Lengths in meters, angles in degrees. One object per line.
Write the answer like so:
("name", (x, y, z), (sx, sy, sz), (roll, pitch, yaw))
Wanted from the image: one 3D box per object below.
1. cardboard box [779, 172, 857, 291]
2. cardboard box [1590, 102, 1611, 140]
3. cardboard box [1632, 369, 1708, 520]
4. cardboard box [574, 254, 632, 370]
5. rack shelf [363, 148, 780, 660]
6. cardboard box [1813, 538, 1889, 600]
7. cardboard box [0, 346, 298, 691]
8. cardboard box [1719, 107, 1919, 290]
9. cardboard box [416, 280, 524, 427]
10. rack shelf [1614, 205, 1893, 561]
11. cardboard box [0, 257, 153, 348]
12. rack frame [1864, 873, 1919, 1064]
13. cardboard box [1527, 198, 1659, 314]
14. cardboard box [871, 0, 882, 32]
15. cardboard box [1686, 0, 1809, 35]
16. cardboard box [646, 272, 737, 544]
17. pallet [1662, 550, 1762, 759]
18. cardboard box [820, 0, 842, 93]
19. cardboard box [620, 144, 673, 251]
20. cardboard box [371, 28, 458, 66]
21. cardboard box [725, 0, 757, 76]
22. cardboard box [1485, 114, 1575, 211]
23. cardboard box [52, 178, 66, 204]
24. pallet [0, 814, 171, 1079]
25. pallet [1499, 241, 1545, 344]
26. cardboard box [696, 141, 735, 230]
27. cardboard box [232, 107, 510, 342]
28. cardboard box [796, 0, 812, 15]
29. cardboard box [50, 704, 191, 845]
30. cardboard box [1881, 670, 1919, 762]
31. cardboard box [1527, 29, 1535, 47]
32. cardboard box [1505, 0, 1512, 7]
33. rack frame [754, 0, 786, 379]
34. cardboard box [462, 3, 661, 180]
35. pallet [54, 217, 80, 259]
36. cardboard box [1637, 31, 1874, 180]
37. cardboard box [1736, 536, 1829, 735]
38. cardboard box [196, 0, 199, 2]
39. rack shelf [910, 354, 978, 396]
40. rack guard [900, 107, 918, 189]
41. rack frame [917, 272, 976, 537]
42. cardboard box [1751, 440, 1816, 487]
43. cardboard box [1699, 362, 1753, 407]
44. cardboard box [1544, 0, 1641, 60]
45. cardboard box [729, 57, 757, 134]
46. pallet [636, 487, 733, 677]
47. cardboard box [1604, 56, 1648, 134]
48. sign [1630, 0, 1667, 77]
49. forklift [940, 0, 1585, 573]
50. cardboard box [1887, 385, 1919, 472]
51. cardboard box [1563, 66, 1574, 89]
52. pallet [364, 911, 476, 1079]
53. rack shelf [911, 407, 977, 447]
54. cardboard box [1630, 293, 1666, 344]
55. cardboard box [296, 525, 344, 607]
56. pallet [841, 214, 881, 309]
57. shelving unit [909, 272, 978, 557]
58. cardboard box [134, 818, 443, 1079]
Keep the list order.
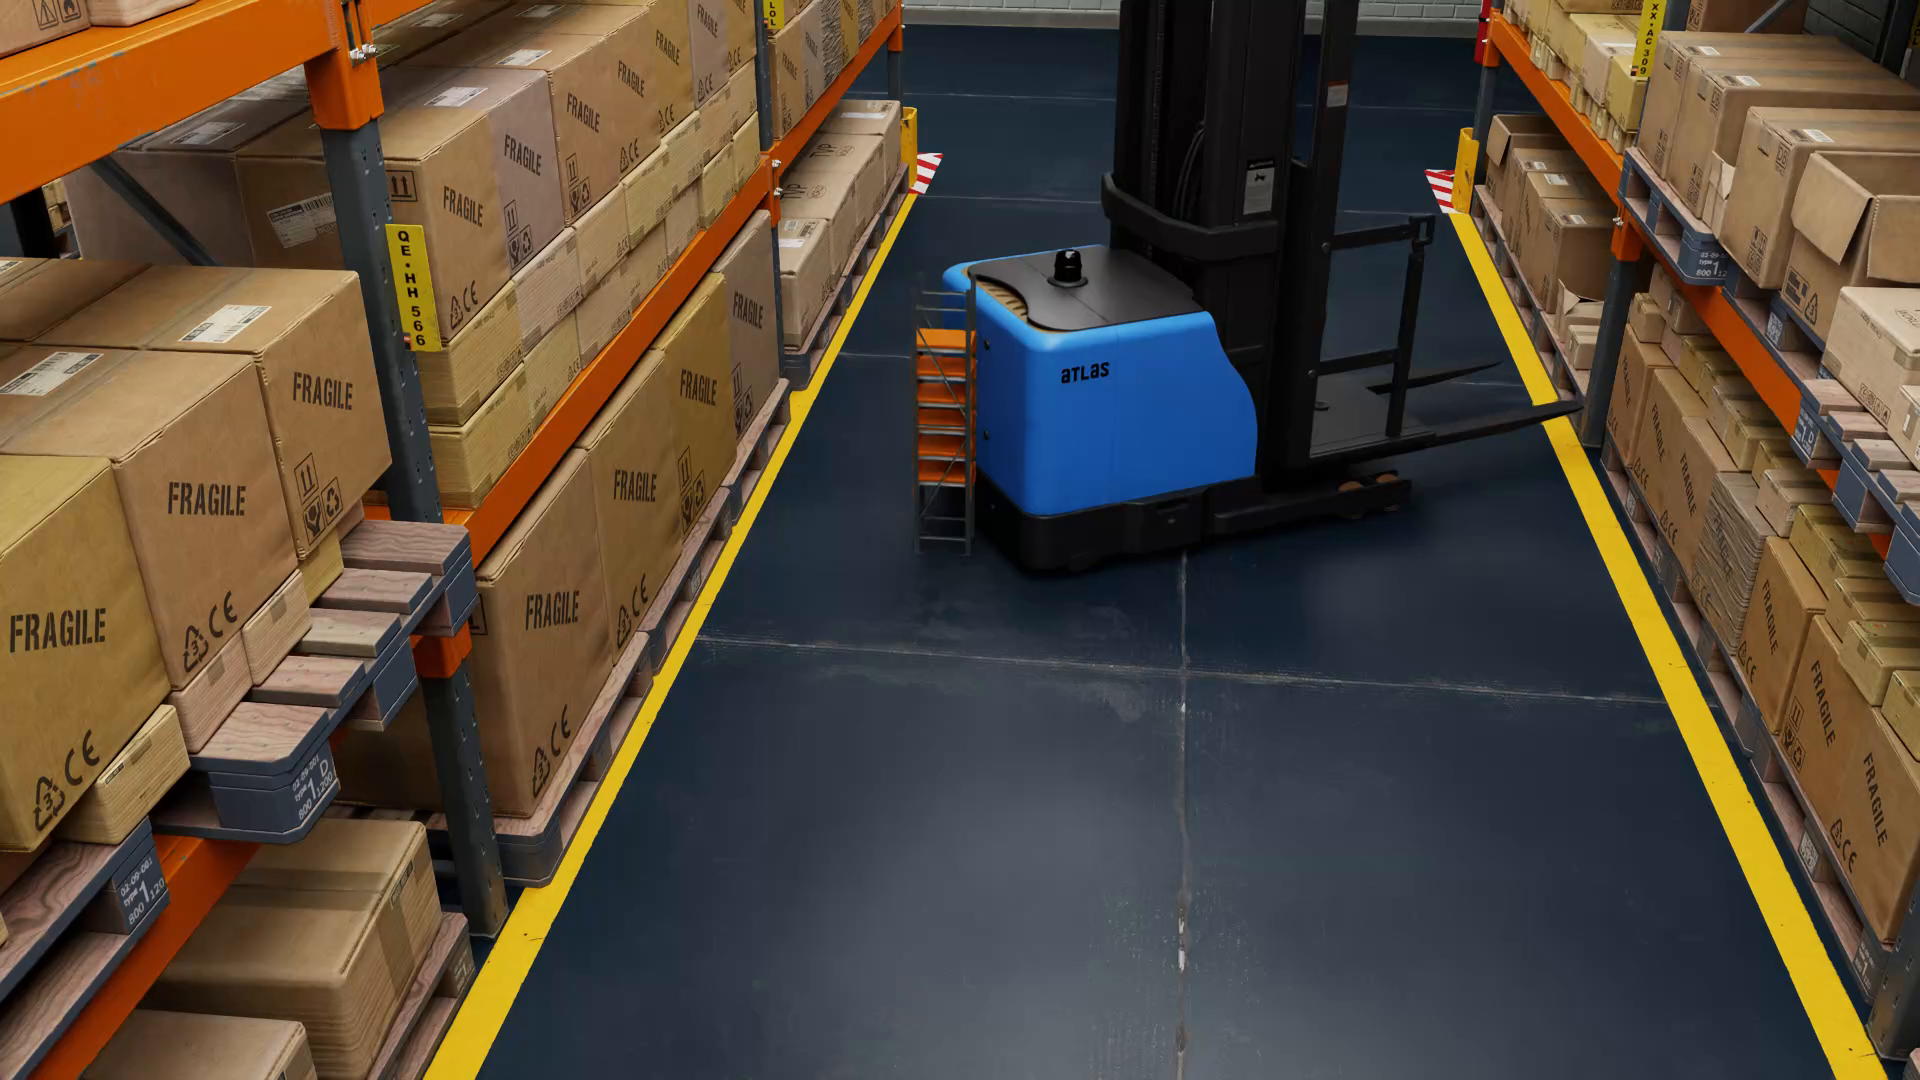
("cardboard box", (-1.105, -1.821, 9.726), (0.875, 0.438, 0.875), (3, 28, 5))
("cardboard box", (3.335, -2.068, 8.191), (0.380, 0.149, 0.250), (4, 29, 8))
("cardboard box", (3.191, -0.385, 6.995), (0.500, 0.500, 0.500), (3, 28, 6))
("cardboard box", (-1.463, -0.809, 5.748), (0.500, 0.250, 0.500), (4, 29, 8))
("rack shelf", (-1.643, -0.795, 6.321), (1.077, 0.370, 4.000), (3, 28, 6))
("cardboard box", (3.004, 0.126, 5.362), (0.380, 0.149, 0.250), (4, 29, 8))
("cardboard box", (-1.720, -0.056, 3.329), (0.500, 0.500, 0.500), (3, 28, 5))
("cardboard box", (3.088, -1.167, 5.706), (0.700, 0.500, 0.500), (3, 28, 6))
("cardboard box", (-1.581, -0.548, 4.736), (0.500, 0.250, 0.500), (3, 28, 6))
("rack shelf", (3.284, -0.508, 5.789), (1.077, 0.370, 4.000), (3, 28, 6))
("cardboard box", (-2.173, -0.332, 3.841), (0.500, 0.500, 0.500), (3, 28, 5))
("rack frame", (3.039, 0.117, 3.871), (1.000, 3.000, 0.127), (3, 28, 6))
("cardboard box", (3.579, -1.562, 9.180), (0.700, 0.500, 0.500), (2, 28, 4))
("cardboard box", (-0.781, -3.502, 10.483), (0.500, 0.500, 0.500), (3, 28, 5))
("cardboard box", (3.975, -2.847, 8.426), (0.500, 0.500, 0.500), (3, 28, 5))
("cardboard box", (-1.498, -0.580, 6.962), (0.875, 0.875, 0.875), (4, 29, 8))
("pallet", (3.320, 0.422, 6.244), (1.003, 0.211, 1.213), (3, 28, 6))
("cardboard box", (-0.948, -2.773, 9.129), (0.500, 0.500, 0.500), (4, 29, 7))
("cardboard box", (-1.368, -1.264, 6.064), (0.500, 0.250, 0.500), (4, 29, 7))
("cardboard box", (-1.962, -1.388, 5.505), (0.500, 0.500, 0.500), (3, 28, 6))
("cardboard box", (-1.204, -2.312, 7.220), (0.500, 0.500, 0.500), (4, 29, 8))
("cardboard box", (3.850, -2.453, 10.829), (0.797, 0.503, 0.637), (2, 28, 4))
("cardboard box", (-5.783, -2.232, 10.479), (0.380, 0.149, 0.250), (4, 29, 7))
("pallet", (-2.090, 0.848, 2.715), (1.003, 0.211, 1.213), (3, 28, 6))
("pallet", (3.761, -1.438, 9.696), (1.003, 0.211, 1.213), (3, 28, 6))
("cardboard box", (-1.266, -1.522, 7.070), (0.500, 0.250, 0.500), (3, 28, 5))
("cardboard box", (-1.585, -0.872, 4.547), (0.500, 0.500, 0.500), (2, 28, 5))
("cardboard box", (-1.031, -2.985, 8.468), (0.500, 0.500, 0.500), (3, 28, 6))
("cardboard box", (-1.701, 0.424, 3.123), (0.380, 0.149, 0.250), (4, 29, 7))
("cardboard box", (2.848, 0.499, 4.669), (0.380, 0.149, 0.250), (2, 28, 4))
("cardboard box", (3.632, -3.036, 9.988), (0.380, 0.149, 0.250), (4, 29, 8))
("cardboard box", (3.696, -3.516, 10.459), (0.500, 0.250, 0.500), (4, 29, 6))
("rack frame", (-1.398, -2.053, 7.898), (1.000, 3.000, 0.127), (3, 28, 6))
("cardboard box", (-1.390, -1.586, 5.872), (0.500, 0.500, 0.500), (4, 29, 7))
("pallet", (-6.129, -1.960, 10.665), (1.003, 0.211, 1.213), (3, 28, 6))
("cardboard box", (3.247, -1.781, 6.844), (0.700, 0.500, 0.500), (4, 29, 7))
("cardboard box", (3.010, 0.339, 5.651), (0.500, 0.500, 0.500), (5, 29, 8))
("cardboard box", (-1.718, -1.220, 3.454), (0.380, 0.149, 0.250), (3, 28, 6))
("rack shelf", (-0.065, -0.679, 6.833), (0.258, 0.103, 0.180), (3, 28, 6))
("rack guard", (-0.905, -2.847, 12.007), (1.175, 0.500, 0.348), (3, 28, 6))
("rack frame", (-0.055, -0.550, 7.006), (0.240, 1.200, 0.006), (3, 28, 6))
("cardboard box", (3.119, -0.236, 6.034), (0.380, 0.149, 0.250), (3, 29, 6))
("cardboard box", (3.223, -0.597, 6.704), (0.380, 0.149, 0.250), (3, 28, 5))
("cardboard box", (3.534, -2.798, 9.126), (0.500, 0.250, 0.500), (3, 28, 5))
("cardboard box", (-1.211, -1.985, 7.404), (0.500, 0.250, 0.500), (3, 28, 6))
("pallet", (-1.565, 0.118, 6.808), (1.003, 0.211, 1.213), (3, 28, 6))
("cardboard box", (3.349, -2.085, 7.802), (0.500, 0.250, 0.500), (4, 29, 7))
("sign", (2.989, -2.175, 7.213), (0.100, 0.325, 0.005), (3, 28, 6))
("forklift", (1.475, -1.600, 7.130), (3.031, 2.935, 1.130), (-11, 30, -20))
("cardboard box", (2.738, -0.289, 4.446), (0.380, 0.149, 0.250), (4, 29, 7))
("cardboard box", (3.524, -2.546, 9.078), (0.380, 0.149, 0.250), (3, 28, 6))
("pallet", (-1.985, 1.425, 4.382), (1.003, 0.211, 1.213), (3, 28, 6))
("rack shelf", (-0.065, -0.468, 6.947), (0.258, 0.103, 0.180), (3, 28, 6))
("cardboard box", (3.221, -0.983, 7.421), (0.380, 0.149, 0.250), (5, 29, 9))
("cardboard box", (-1.656, 0.054, 3.809), (0.380, 0.149, 0.250), (4, 29, 7))
("pallet", (-1.080, -1.755, 10.284), (1.003, 0.211, 1.213), (3, 28, 6))
("shelving unit", (-0.065, -0.507, 6.926), (0.258, 1.200, 0.189), (3, 28, 6))
("cardboard box", (-1.967, 1.067, 4.434), (0.950, 0.372, 0.625), (1, 28, 3))
